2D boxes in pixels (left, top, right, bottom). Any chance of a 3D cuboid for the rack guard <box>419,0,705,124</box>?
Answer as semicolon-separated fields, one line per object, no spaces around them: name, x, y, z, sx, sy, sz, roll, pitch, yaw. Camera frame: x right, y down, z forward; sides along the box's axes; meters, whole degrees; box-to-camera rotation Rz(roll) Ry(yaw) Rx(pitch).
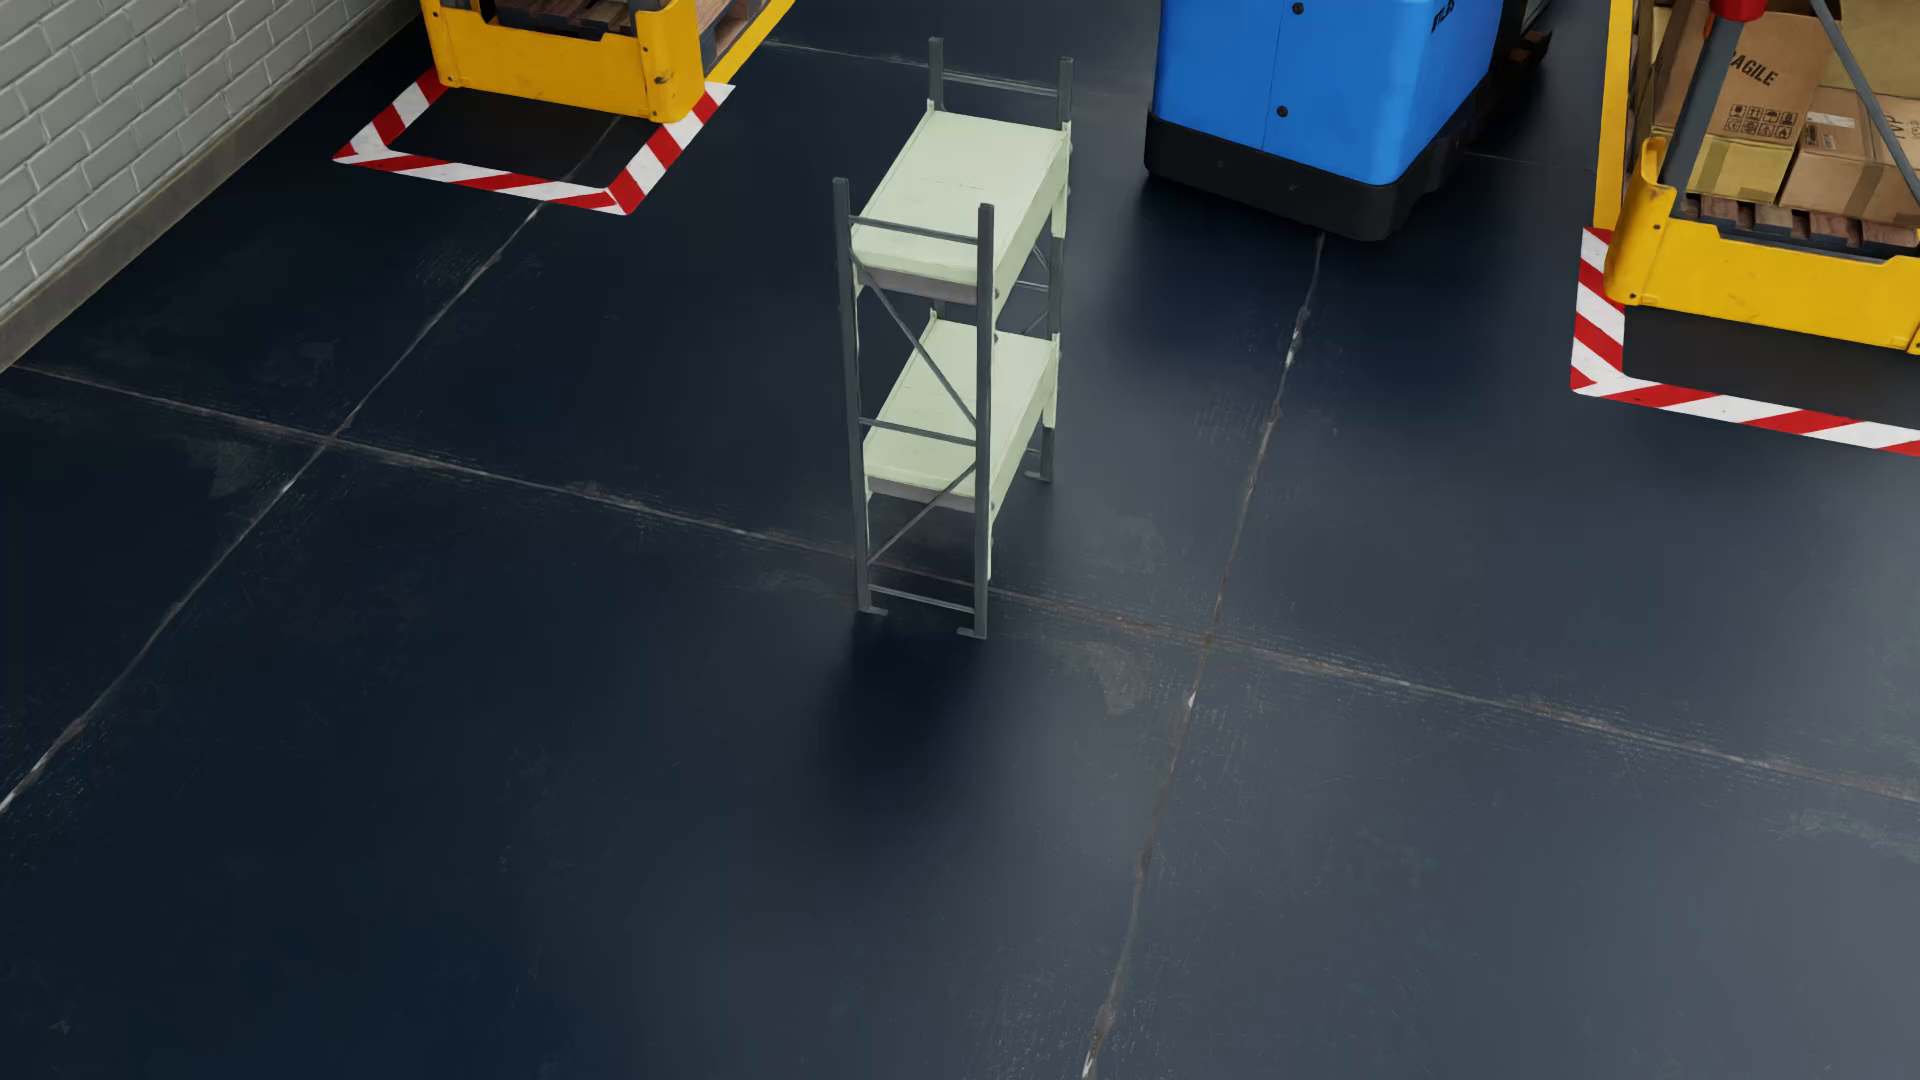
rack guard;-1.703;-2.172;7.112;1.175;0.500;0.348;13;46;13

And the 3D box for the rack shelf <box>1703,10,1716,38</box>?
rack shelf;3.602;-3.044;6.731;1.077;0.370;4.000;13;46;13

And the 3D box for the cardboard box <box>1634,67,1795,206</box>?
cardboard box;2.877;-1.556;6.361;0.500;0.250;0.500;13;46;13

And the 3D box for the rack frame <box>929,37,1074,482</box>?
rack frame;0.109;-0.776;4.970;0.400;1.500;0.023;13;46;12

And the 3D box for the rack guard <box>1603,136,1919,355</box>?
rack guard;2.989;-1.059;5.975;1.175;0.500;0.348;13;46;13

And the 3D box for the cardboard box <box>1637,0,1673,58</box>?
cardboard box;3.167;-2.225;7.045;0.500;0.250;0.500;13;46;13

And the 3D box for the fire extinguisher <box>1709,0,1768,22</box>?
fire extinguisher;2.518;-1.960;5.164;0.296;0.674;0.183;13;46;13

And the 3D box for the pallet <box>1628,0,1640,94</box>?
pallet;3.559;-2.301;7.450;1.003;0.211;1.213;13;46;13

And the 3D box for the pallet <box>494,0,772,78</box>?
pallet;-1.423;-2.603;7.759;1.003;0.211;1.213;13;46;13

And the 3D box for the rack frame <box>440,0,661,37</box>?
rack frame;-1.726;-3.015;6.186;1.000;3.000;0.127;13;46;13

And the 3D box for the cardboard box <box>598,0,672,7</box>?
cardboard box;-1.431;-2.653;7.425;0.500;0.311;0.500;8;45;8

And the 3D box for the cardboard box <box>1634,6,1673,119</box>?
cardboard box;3.017;-1.891;6.704;0.500;0.250;0.500;13;46;13

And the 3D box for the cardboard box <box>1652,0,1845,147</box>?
cardboard box;2.875;-1.824;6.099;0.500;0.500;0.500;13;46;13

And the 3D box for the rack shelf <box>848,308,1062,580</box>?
rack shelf;-0.002;-0.299;4.949;0.431;0.370;0.720;13;46;12

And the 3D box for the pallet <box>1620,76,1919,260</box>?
pallet;3.188;-1.490;6.622;1.003;0.211;1.213;13;46;13

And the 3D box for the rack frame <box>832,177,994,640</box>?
rack frame;-0.113;-0.288;4.472;0.400;1.500;0.023;13;46;12

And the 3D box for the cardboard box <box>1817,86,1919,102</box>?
cardboard box;3.519;-1.780;6.590;0.500;0.250;0.500;13;46;13

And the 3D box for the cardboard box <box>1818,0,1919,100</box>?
cardboard box;3.520;-2.048;6.327;0.500;0.500;0.500;13;46;13

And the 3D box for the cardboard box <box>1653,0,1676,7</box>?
cardboard box;3.164;-2.494;6.783;0.500;0.500;0.500;13;46;13

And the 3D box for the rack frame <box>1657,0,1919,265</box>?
rack frame;2.996;-1.968;5.117;1.000;3.000;0.127;13;46;13

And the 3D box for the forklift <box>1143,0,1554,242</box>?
forklift;1.957;-3.186;6.410;1.130;2.935;3.031;24;49;23

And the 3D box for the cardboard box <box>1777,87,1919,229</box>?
cardboard box;3.371;-1.446;6.249;0.500;0.250;0.500;13;46;13

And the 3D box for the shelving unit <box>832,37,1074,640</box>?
shelving unit;-0.002;-0.532;4.721;0.431;1.500;0.755;13;46;12

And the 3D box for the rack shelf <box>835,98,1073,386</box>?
rack shelf;-0.002;-0.811;4.448;0.431;0.370;0.720;13;46;12
